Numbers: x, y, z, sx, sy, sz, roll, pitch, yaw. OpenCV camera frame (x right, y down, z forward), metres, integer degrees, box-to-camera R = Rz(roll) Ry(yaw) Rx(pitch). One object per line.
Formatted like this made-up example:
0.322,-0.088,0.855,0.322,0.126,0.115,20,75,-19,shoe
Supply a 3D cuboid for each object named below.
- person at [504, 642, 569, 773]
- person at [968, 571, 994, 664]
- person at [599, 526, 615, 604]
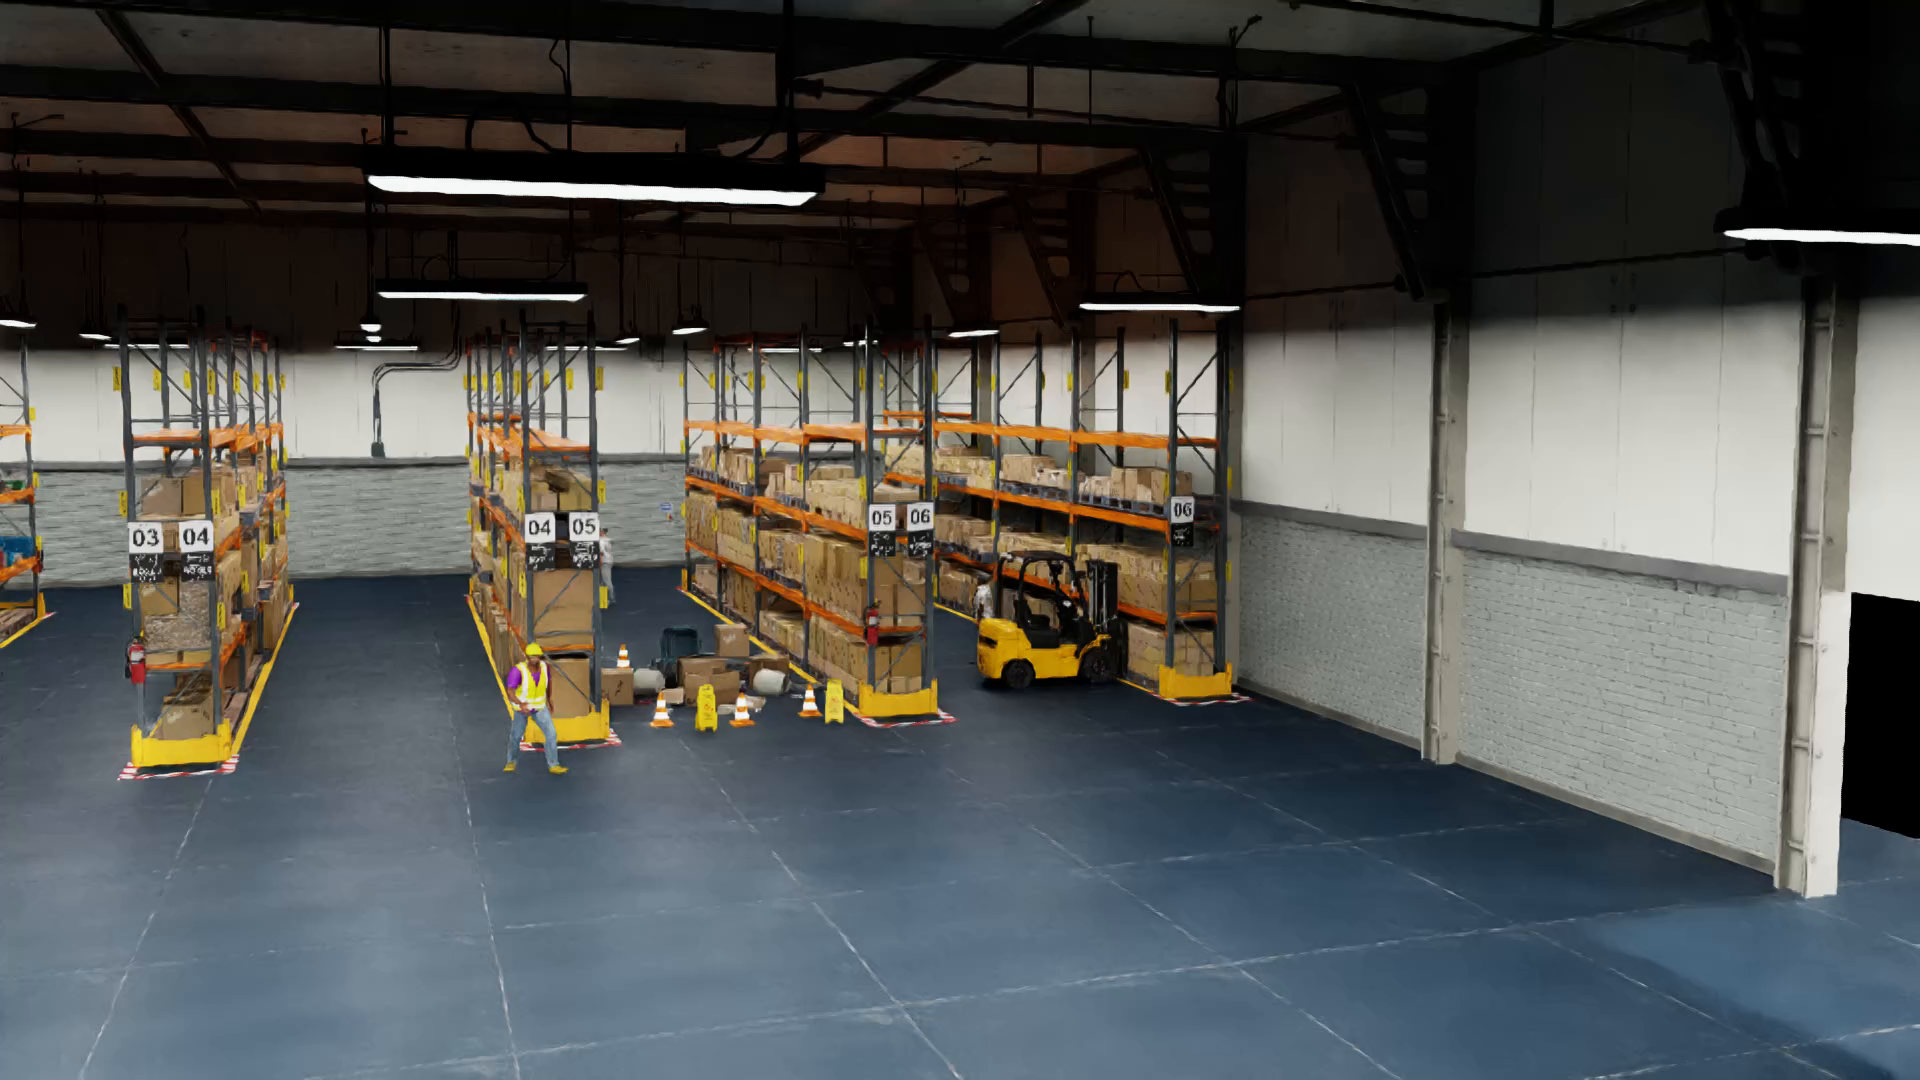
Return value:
-5.488,2.137,21.255,0.710,1.703,0.836,-4,7,-35,person
0.396,1.382,29.328,0.524,1.671,0.521,1,6,10,person
-8.102,0.551,37.620,0.591,1.743,0.666,0,5,0,person
